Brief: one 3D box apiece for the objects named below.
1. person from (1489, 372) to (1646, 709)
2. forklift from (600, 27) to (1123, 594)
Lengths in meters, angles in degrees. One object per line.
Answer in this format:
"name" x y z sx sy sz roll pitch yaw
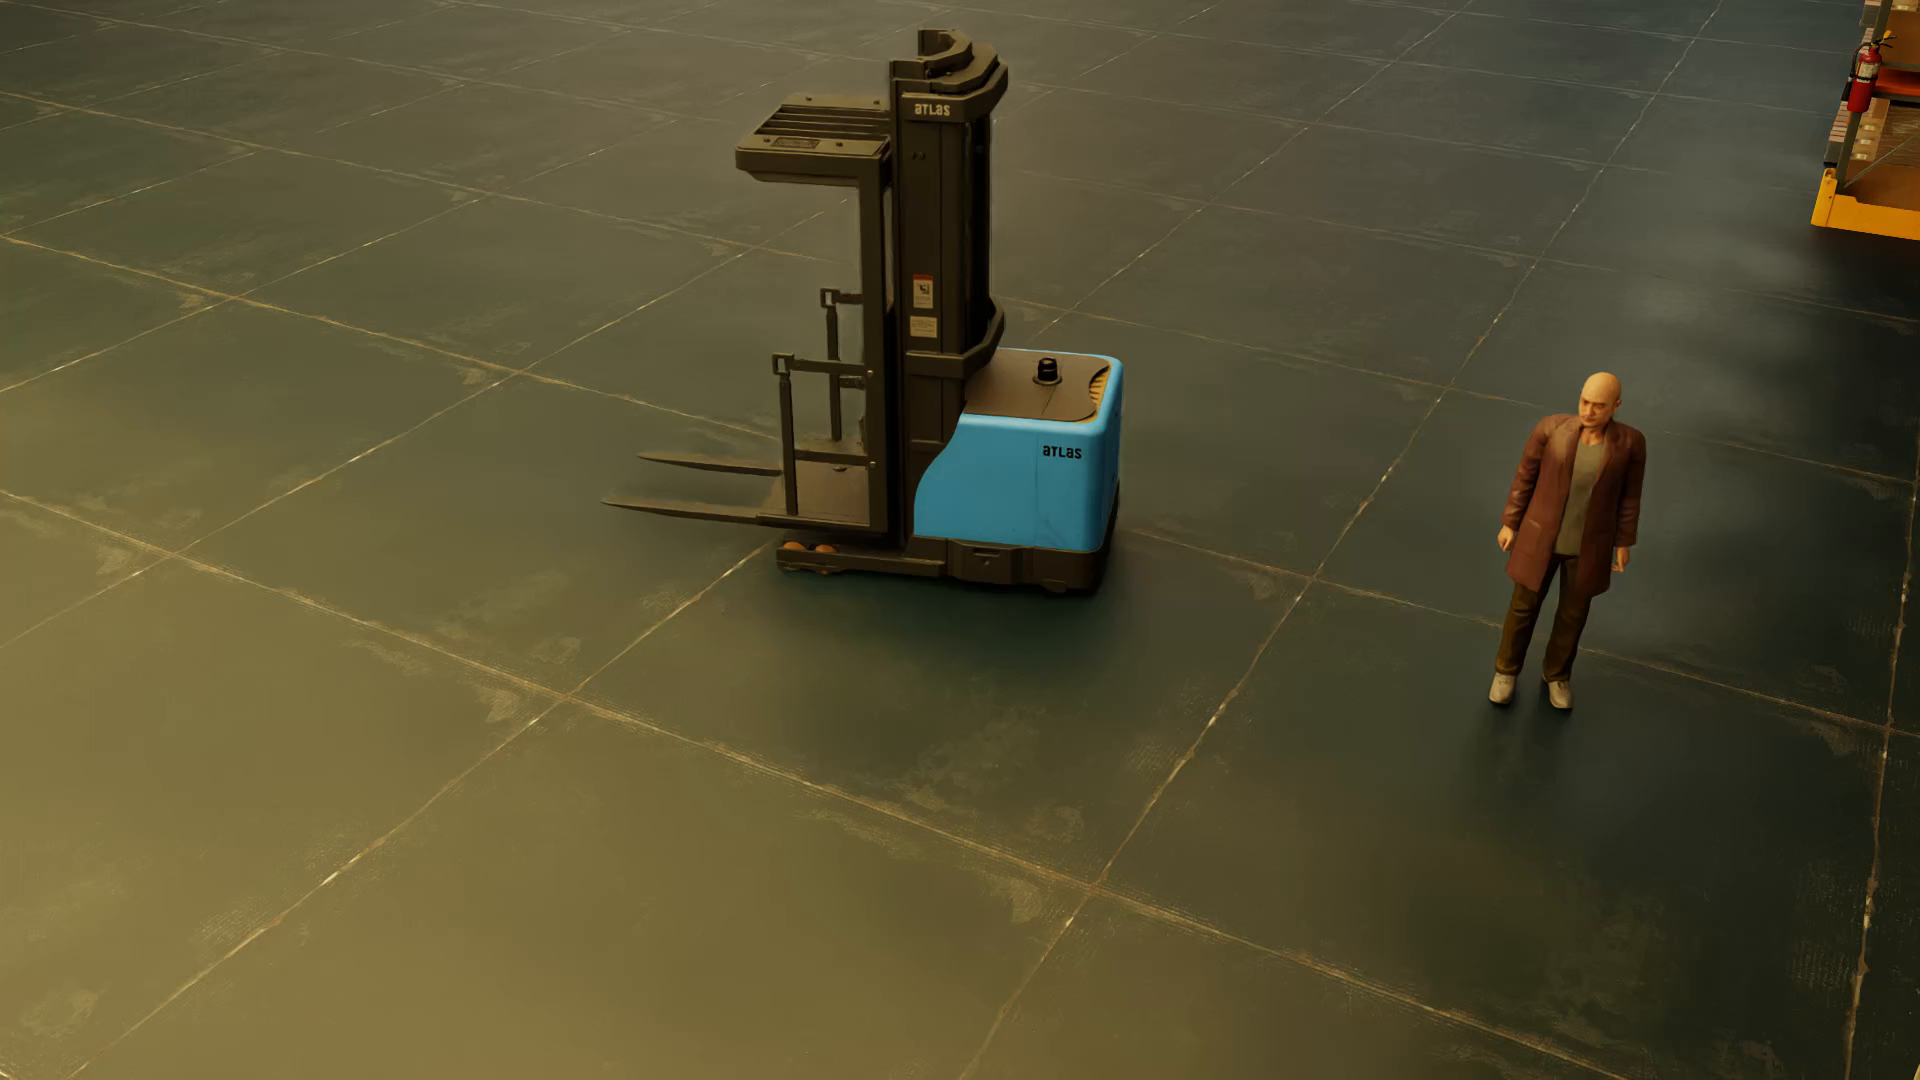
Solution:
"person" 2.985 0.018 8.191 0.643 1.782 0.421 9 31 15
"forklift" -0.606 -1.323 9.363 3.031 2.935 1.130 6 30 10
